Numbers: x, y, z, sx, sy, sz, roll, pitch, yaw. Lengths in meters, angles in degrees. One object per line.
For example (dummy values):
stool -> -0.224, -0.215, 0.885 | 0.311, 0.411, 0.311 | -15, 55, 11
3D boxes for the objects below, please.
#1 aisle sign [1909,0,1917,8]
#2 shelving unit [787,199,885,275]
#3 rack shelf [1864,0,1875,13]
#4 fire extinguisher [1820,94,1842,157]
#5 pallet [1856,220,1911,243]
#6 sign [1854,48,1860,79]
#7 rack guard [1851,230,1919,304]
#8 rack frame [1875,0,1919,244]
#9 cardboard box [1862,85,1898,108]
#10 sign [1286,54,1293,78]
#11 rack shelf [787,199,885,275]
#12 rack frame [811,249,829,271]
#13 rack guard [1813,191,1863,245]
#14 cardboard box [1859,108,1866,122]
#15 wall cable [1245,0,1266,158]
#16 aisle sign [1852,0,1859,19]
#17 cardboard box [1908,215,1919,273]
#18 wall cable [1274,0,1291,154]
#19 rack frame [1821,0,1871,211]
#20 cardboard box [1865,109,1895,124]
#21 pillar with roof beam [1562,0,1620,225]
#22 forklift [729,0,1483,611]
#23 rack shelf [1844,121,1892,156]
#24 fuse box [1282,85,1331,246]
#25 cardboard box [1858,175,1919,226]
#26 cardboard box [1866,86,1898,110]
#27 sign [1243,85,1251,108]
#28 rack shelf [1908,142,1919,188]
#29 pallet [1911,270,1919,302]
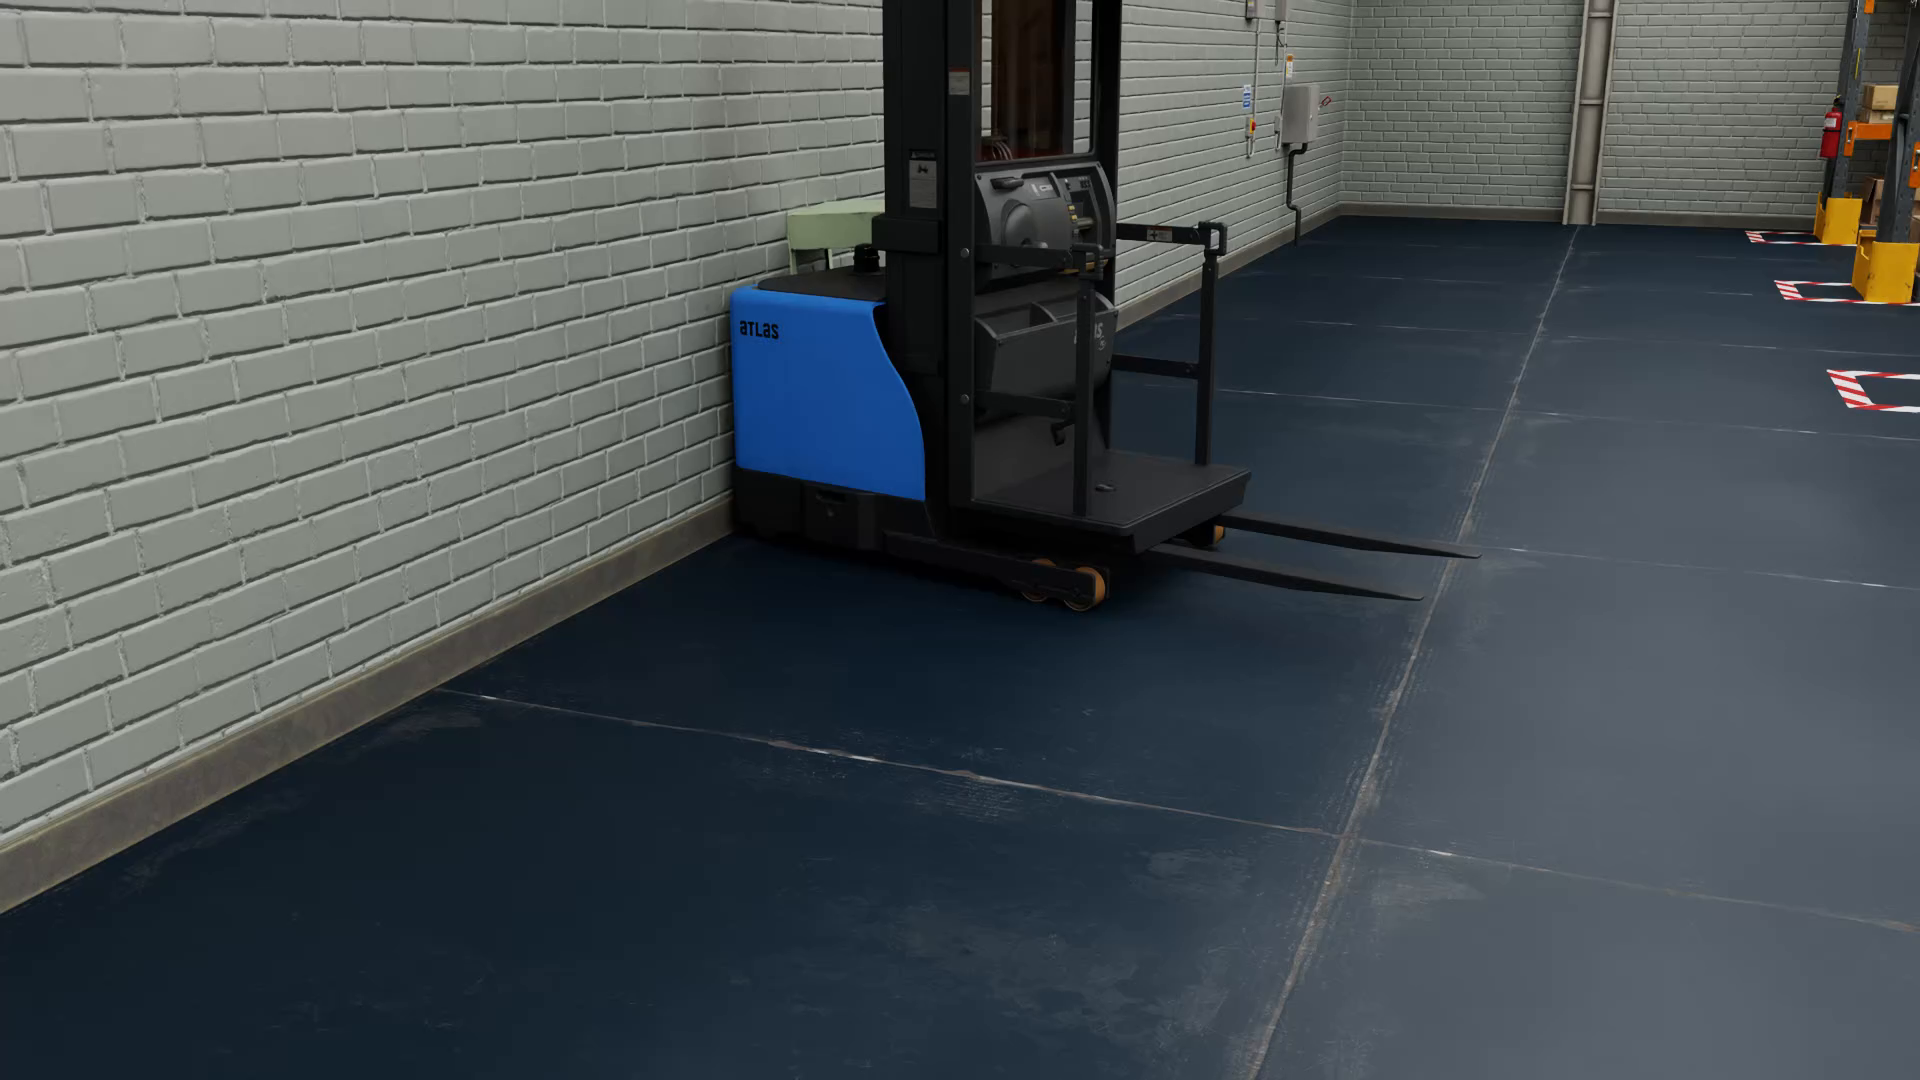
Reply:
aisle sign -> 8.154, -4.936, 14.132 | 0.004, 0.787, 0.394 | 6, 17, 21
shelving unit -> -0.344, -1.002, 7.738 | 0.755, 1.500, 0.431 | 3, 20, 22
rack shelf -> 11.785, -5.778, 17.605 | 4.000, 0.370, 1.077 | 6, 17, 21
fire extinguisher -> 9.618, -4.566, 18.330 | 0.183, 0.674, 0.296 | 6, 17, 21
pallet -> 10.737, -3.459, 18.710 | 1.213, 0.211, 1.003 | 6, 17, 21
sign -> 9.726, -5.162, 18.022 | 0.005, 0.325, 0.100 | 6, 17, 21
rack guard -> 8.084, -2.401, 14.549 | 0.348, 0.500, 1.175 | 6, 17, 21
rack frame -> 8.107, -3.599, 14.192 | 0.127, 3.000, 1.000 | 6, 17, 21
cardboard box -> 10.450, -4.980, 18.682 | 0.500, 0.250, 0.500 | 7, 18, 22
sign -> 3.546, -5.104, 17.892 | 0.001, 0.242, 0.339 | 6, 17, 21
rack shelf -> -0.377, -1.370, 7.615 | 0.720, 0.370, 0.431 | 3, 20, 22
rack frame -> -0.682, -1.018, 7.877 | 0.023, 1.500, 0.400 | 3, 20, 22
rack guard -> 9.995, -3.679, 18.950 | 0.348, 0.500, 1.175 | 6, 17, 21
cardboard box -> 10.331, -4.802, 18.786 | 0.250, 0.149, 0.380 | 6, 17, 20
wall cable -> 2.853, -4.673, 16.012 | 0.123, 1.953, 0.585 | 6, 17, 21
aisle sign -> 9.753, -6.066, 18.027 | 0.004, 0.787, 0.394 | 6, 17, 21
cardboard box -> 8.757, -2.529, 14.348 | 0.875, 0.438, 0.875 | 6, 17, 19
wall cable -> 3.362, -5.027, 17.288 | 0.122, 1.984, 0.588 | 6, 17, 21
rack frame -> 9.924, -4.887, 18.628 | 0.127, 3.000, 1.000 | 6, 17, 21
cardboard box -> 10.130, -4.662, 18.302 | 0.250, 0.149, 0.380 | 6, 17, 20
pillar with roof beam -> 6.167, -7.161, 15.701 | 0.400, 9.000, 9.100 | 6, 17, 21
forklift -> 0.517, -1.308, 6.420 | 3.031, 2.935, 1.130 | 11, 19, 33
rack shelf -> 11.785, -4.337, 18.023 | 4.000, 0.370, 1.077 | 6, 17, 21
fuse box -> 3.759, -4.081, 18.163 | 0.414, 1.711, 0.539 | 6, 17, 21
cardboard box -> 10.459, -3.803, 18.617 | 0.637, 0.503, 0.797 | 6, 17, 18
cardboard box -> 10.248, -4.842, 18.207 | 0.500, 0.250, 0.500 | 6, 17, 21
sign -> 2.778, -4.294, 16.099 | 0.001, 0.218, 0.327 | 6, 17, 21
rack shelf -> 9.967, -3.049, 13.588 | 4.000, 0.370, 1.077 | 6, 17, 21
pallet -> 8.879, -2.199, 14.369 | 1.213, 0.211, 1.003 | 6, 17, 21
